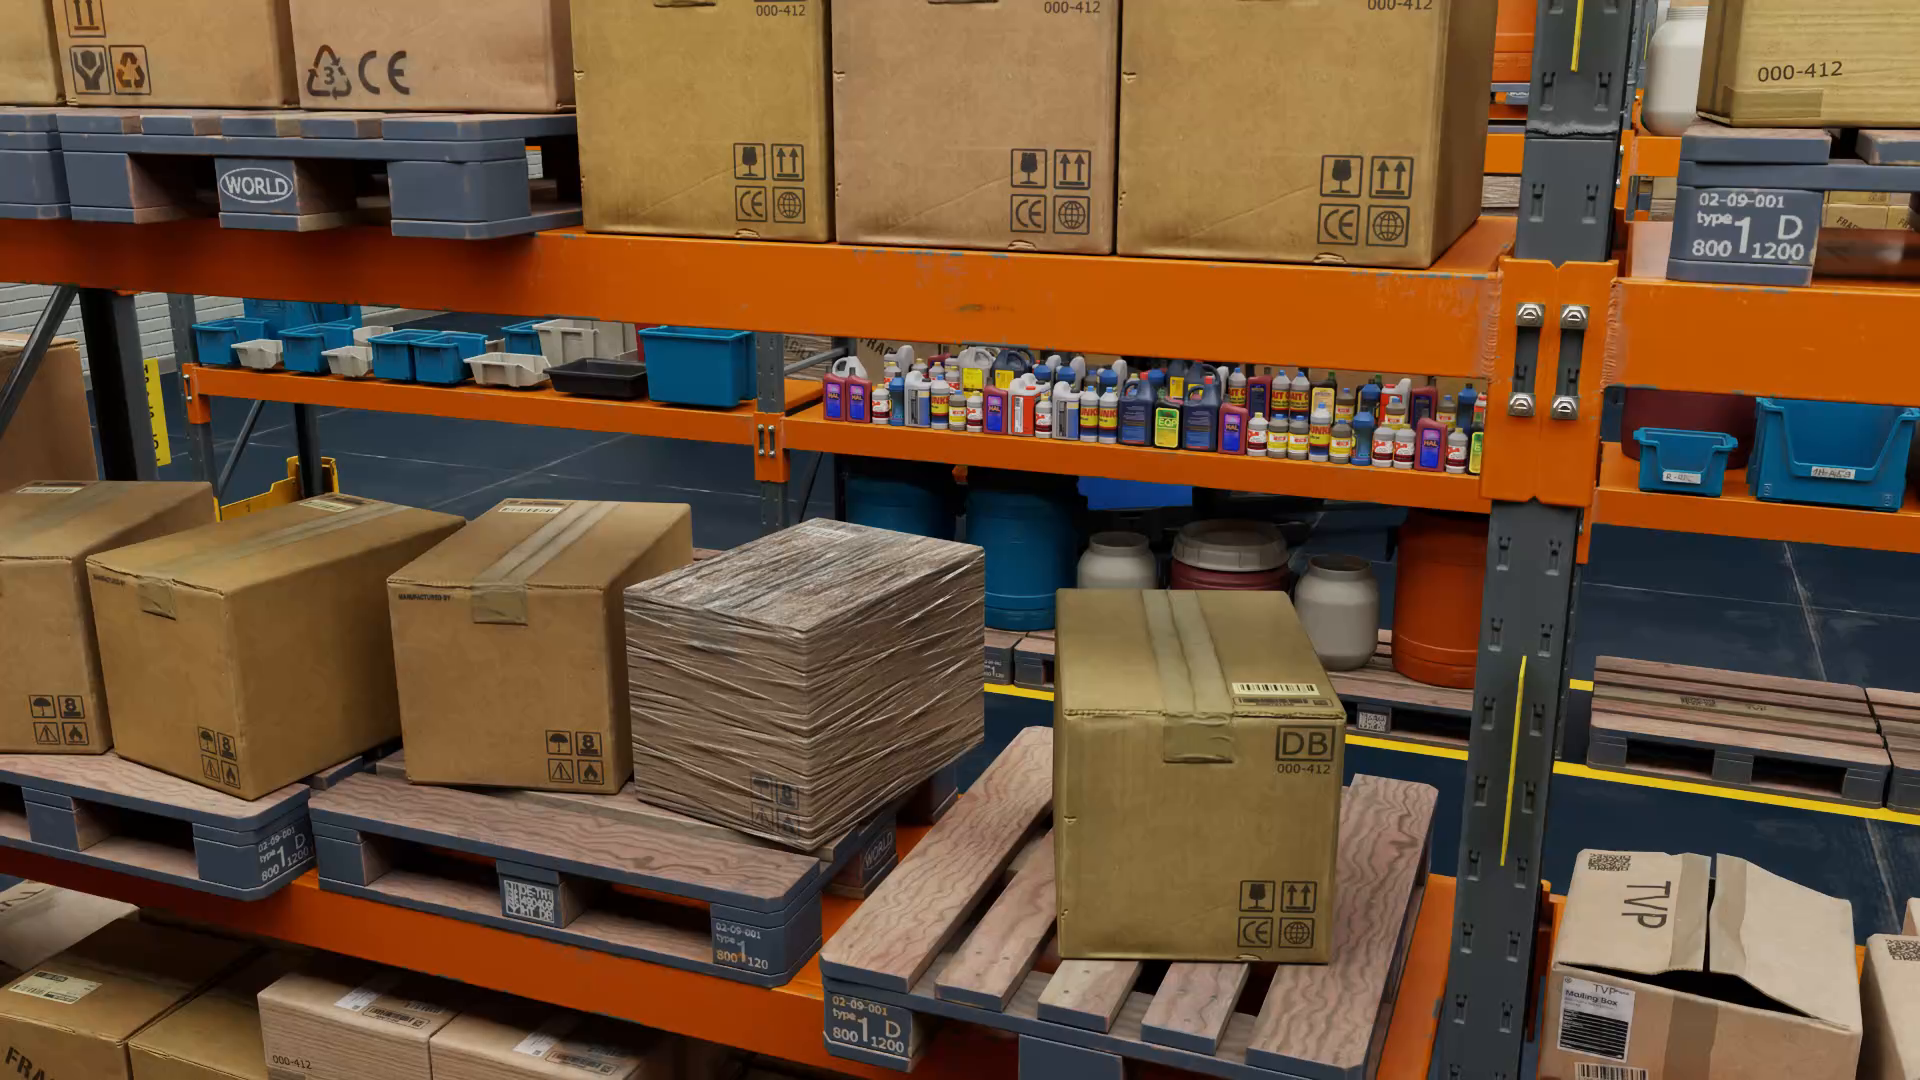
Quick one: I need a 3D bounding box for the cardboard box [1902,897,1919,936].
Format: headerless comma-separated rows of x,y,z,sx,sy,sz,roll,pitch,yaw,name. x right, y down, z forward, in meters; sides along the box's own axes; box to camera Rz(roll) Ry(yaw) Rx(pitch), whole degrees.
2.010,0.869,3.251,0.250,0.149,0.380,6,17,21,cardboard box

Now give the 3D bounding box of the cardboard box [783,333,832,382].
-1.261,-1.703,14.716,0.875,0.875,0.875,6,17,21,cardboard box

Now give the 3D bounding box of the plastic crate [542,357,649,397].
-1.968,-0.907,9.303,0.590,0.125,0.437,6,17,21,plastic crate

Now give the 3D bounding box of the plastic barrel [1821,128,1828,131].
3.577,-2.097,6.738,0.600,0.901,0.600,0,16,0,plastic barrel

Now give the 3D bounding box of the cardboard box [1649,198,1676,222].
6.942,-3.049,16.116,0.500,0.500,0.500,6,17,21,cardboard box

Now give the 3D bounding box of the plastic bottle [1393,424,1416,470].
2.044,-0.432,7.637,0.097,0.201,0.097,0,16,0,plastic bottle

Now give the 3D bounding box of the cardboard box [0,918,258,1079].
-2.289,1.421,4.594,0.500,0.500,0.500,5,17,18,cardboard box

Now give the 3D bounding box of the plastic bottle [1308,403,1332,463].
1.682,-0.505,7.764,0.097,0.271,0.097,0,16,0,plastic bottle

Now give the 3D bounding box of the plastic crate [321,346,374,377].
-3.542,-1.042,9.750,0.298,0.136,0.250,6,17,21,plastic crate

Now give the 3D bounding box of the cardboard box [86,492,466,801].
-1.628,0.230,4.070,0.500,0.500,0.700,9,19,29,cardboard box

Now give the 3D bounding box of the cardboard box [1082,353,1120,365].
1.592,-1.371,13.574,0.875,0.875,1.225,6,17,21,cardboard box

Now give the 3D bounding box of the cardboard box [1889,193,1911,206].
8.932,-3.389,15.495,0.500,0.500,0.700,6,17,21,cardboard box

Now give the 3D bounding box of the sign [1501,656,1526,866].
0.881,0.352,2.647,0.005,0.325,0.100,6,17,21,sign

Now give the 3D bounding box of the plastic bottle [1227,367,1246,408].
1.436,-0.760,8.641,0.097,0.271,0.097,0,16,0,plastic bottle

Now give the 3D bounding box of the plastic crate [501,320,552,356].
-2.545,-1.179,10.049,0.300,0.233,0.416,6,17,21,plastic crate

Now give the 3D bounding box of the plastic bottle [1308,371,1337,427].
1.856,-0.725,8.499,0.133,0.283,0.061,6,17,21,plastic bottle

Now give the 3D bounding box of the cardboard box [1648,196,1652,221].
7.141,-3.188,16.597,0.500,0.500,0.500,6,17,21,cardboard box

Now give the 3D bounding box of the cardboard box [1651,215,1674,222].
5.227,-2.046,11.907,0.500,0.500,0.500,4,17,14,cardboard box

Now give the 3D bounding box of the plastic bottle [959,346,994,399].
0.094,-0.895,8.966,0.185,0.351,0.144,6,17,21,plastic bottle

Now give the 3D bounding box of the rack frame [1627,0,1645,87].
2.893,-3.437,6.873,0.127,3.000,1.000,6,17,21,rack frame

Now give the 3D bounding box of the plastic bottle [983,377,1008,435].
0.182,-0.670,8.312,0.133,0.283,0.061,6,17,21,plastic bottle

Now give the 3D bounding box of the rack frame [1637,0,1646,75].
4.710,-4.722,11.298,0.127,3.000,1.000,6,17,21,rack frame

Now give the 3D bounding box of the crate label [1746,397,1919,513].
3.718,-0.401,7.113,0.616,0.435,0.502,6,17,21,crate label

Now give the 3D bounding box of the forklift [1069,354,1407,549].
1.868,-1.500,11.082,3.031,2.935,1.130,-3,16,-10,forklift

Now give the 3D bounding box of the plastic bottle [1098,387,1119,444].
0.728,-0.610,8.126,0.097,0.271,0.097,0,16,0,plastic bottle

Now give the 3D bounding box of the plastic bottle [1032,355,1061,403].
0.466,-0.860,8.980,0.135,0.276,0.152,6,17,21,plastic bottle

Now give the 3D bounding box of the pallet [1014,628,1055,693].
1.013,0.588,8.770,1.213,0.211,1.003,6,17,21,pallet

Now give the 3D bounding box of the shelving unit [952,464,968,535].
0.013,-0.575,11.001,0.189,1.200,0.258,6,17,21,shelving unit

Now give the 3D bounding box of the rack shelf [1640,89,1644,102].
8.484,-4.007,15.507,4.000,0.370,1.077,6,17,21,rack shelf

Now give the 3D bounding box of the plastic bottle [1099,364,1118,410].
0.778,-0.786,8.733,0.097,0.271,0.097,0,16,0,plastic bottle

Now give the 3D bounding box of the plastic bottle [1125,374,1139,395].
0.925,-0.782,8.845,0.097,0.201,0.097,0,16,0,plastic bottle

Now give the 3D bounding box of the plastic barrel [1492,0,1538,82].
2.366,-2.464,7.376,0.708,0.830,0.600,6,17,21,plastic barrel

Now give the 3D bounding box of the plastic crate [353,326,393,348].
-3.724,-1.240,10.431,0.243,0.136,0.396,6,17,21,plastic crate

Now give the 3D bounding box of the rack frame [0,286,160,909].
-2.649,0.319,4.695,0.127,3.000,1.000,6,17,21,rack frame

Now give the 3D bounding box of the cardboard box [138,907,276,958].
-2.085,1.284,5.064,0.500,0.500,0.500,6,17,20,cardboard box

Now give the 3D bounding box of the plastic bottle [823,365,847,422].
-0.644,-0.761,8.625,0.133,0.283,0.061,6,17,21,plastic bottle

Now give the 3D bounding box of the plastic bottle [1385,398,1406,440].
2.150,-0.602,8.223,0.097,0.201,0.097,0,16,0,plastic bottle

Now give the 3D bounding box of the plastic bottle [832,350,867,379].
-0.582,-0.818,8.698,0.185,0.351,0.144,6,17,21,plastic bottle

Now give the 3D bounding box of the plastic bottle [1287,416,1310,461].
1.592,-0.482,7.808,0.097,0.201,0.097,0,16,0,plastic bottle

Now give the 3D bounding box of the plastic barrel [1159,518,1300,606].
1.381,0.239,8.542,0.708,0.588,0.600,6,17,21,plastic barrel

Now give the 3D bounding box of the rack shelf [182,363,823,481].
-2.689,-0.825,9.924,4.000,0.370,1.077,6,17,21,rack shelf

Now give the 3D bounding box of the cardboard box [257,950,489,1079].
-1.359,1.163,4.137,0.500,0.250,0.500,6,17,21,cardboard box

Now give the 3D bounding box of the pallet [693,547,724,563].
-1.527,0.309,9.732,1.213,0.211,1.003,6,17,21,pallet

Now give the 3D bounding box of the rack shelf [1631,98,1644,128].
6.570,-2.731,11.112,4.000,0.370,1.077,6,17,21,rack shelf

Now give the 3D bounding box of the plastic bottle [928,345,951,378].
-0.111,-0.941,9.244,0.133,0.283,0.061,6,17,21,plastic bottle

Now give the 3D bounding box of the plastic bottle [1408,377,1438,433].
2.320,-0.674,8.324,0.133,0.283,0.061,6,17,21,plastic bottle

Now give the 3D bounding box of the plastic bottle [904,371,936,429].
-0.197,-0.722,8.504,0.135,0.276,0.152,6,17,21,plastic bottle

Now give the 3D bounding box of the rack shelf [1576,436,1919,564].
4.753,-0.006,7.105,4.000,0.370,1.077,6,17,21,rack shelf

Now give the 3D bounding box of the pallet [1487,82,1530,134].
2.217,-2.010,7.675,1.213,0.211,1.003,6,17,21,pallet

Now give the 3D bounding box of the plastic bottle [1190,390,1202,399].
1.177,-0.604,8.084,0.133,0.283,0.061,6,17,21,plastic bottle

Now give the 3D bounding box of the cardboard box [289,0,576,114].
-0.966,-1.213,3.480,0.600,0.600,0.600,6,17,18,cardboard box

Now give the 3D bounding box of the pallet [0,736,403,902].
-1.946,0.521,4.343,1.213,0.211,1.003,6,17,21,pallet

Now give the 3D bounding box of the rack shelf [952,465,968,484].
0.013,-0.417,11.047,0.180,0.103,0.258,6,17,21,rack shelf
